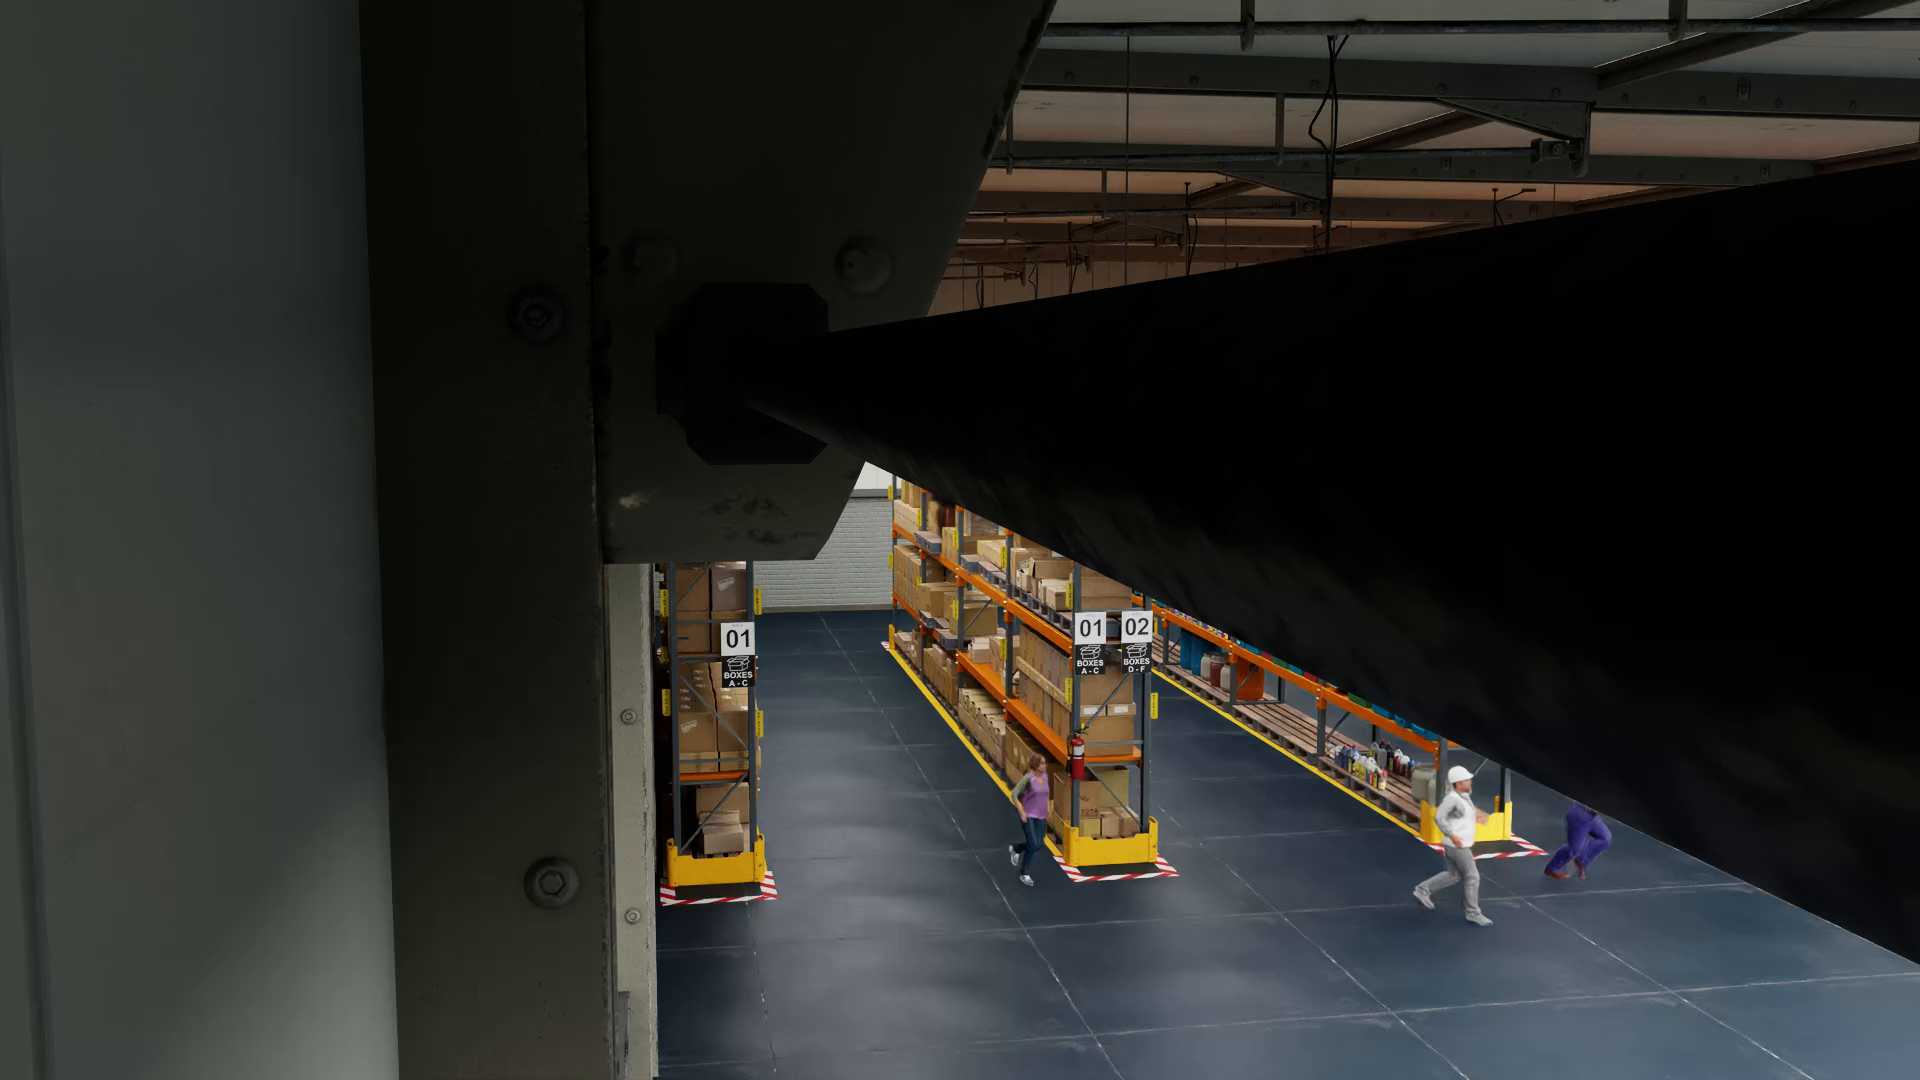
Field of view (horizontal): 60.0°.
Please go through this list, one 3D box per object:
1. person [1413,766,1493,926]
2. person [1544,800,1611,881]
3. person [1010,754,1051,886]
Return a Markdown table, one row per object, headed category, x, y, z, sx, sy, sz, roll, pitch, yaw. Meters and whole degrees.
| category | x | y | z | sx | sy | sz | roll | pitch | yaw |
| --- | --- | --- | --- | --- | --- | --- | --- | --- | --- |
| person | 5.591 | 3.424 | 18.790 | 0.890 | 1.787 | 0.648 | 2 | 7 | 19 |
| person | 7.619 | 3.393 | 20.212 | 0.896 | 1.536 | 0.635 | 2 | 7 | 22 |
| person | 0.855 | 3.384 | 20.366 | 0.582 | 1.555 | 0.583 | -5 | 8 | -37 |
